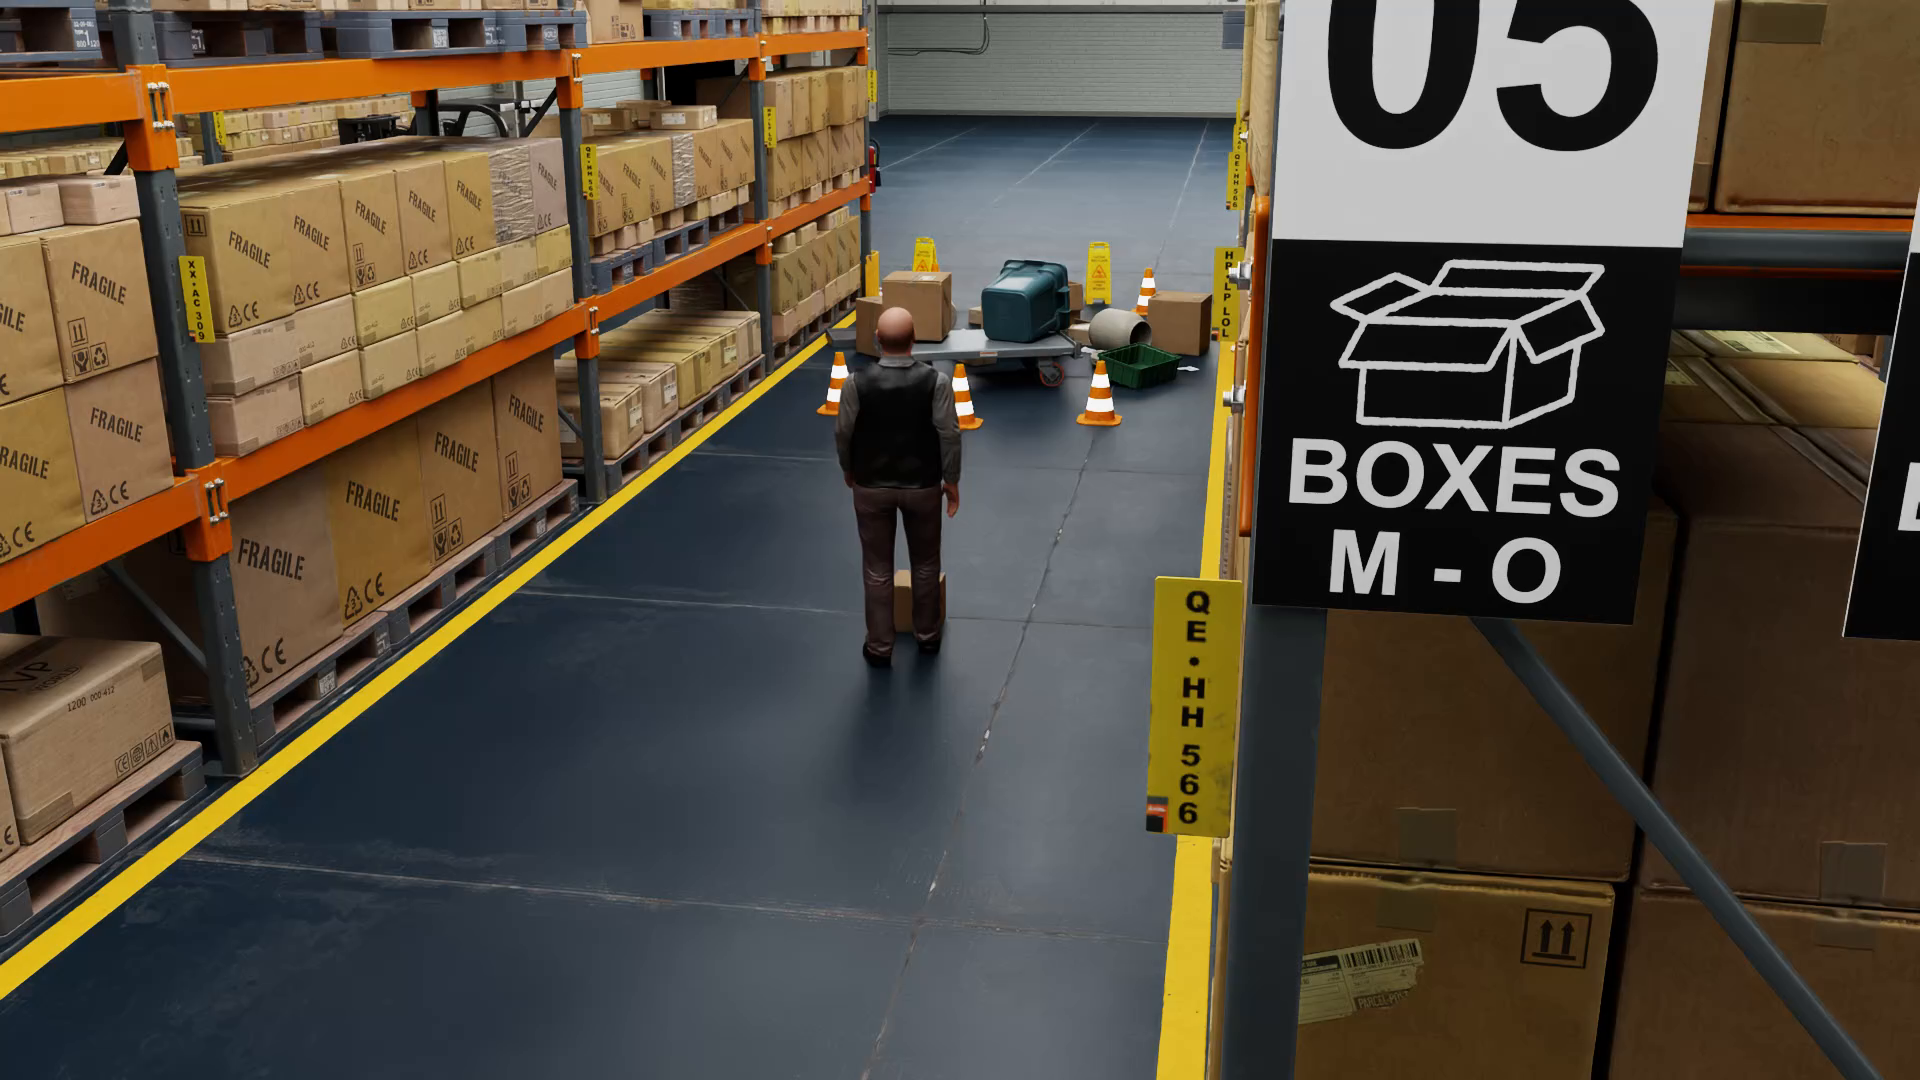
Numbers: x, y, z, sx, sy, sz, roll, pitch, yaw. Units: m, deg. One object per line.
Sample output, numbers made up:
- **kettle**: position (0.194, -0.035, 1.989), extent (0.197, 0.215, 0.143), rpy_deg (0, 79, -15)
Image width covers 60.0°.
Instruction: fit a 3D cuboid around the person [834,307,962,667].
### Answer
- **person**: position (-0.295, -0.260, 7.908), extent (0.591, 1.740, 0.526), rpy_deg (-1, 18, -3)
